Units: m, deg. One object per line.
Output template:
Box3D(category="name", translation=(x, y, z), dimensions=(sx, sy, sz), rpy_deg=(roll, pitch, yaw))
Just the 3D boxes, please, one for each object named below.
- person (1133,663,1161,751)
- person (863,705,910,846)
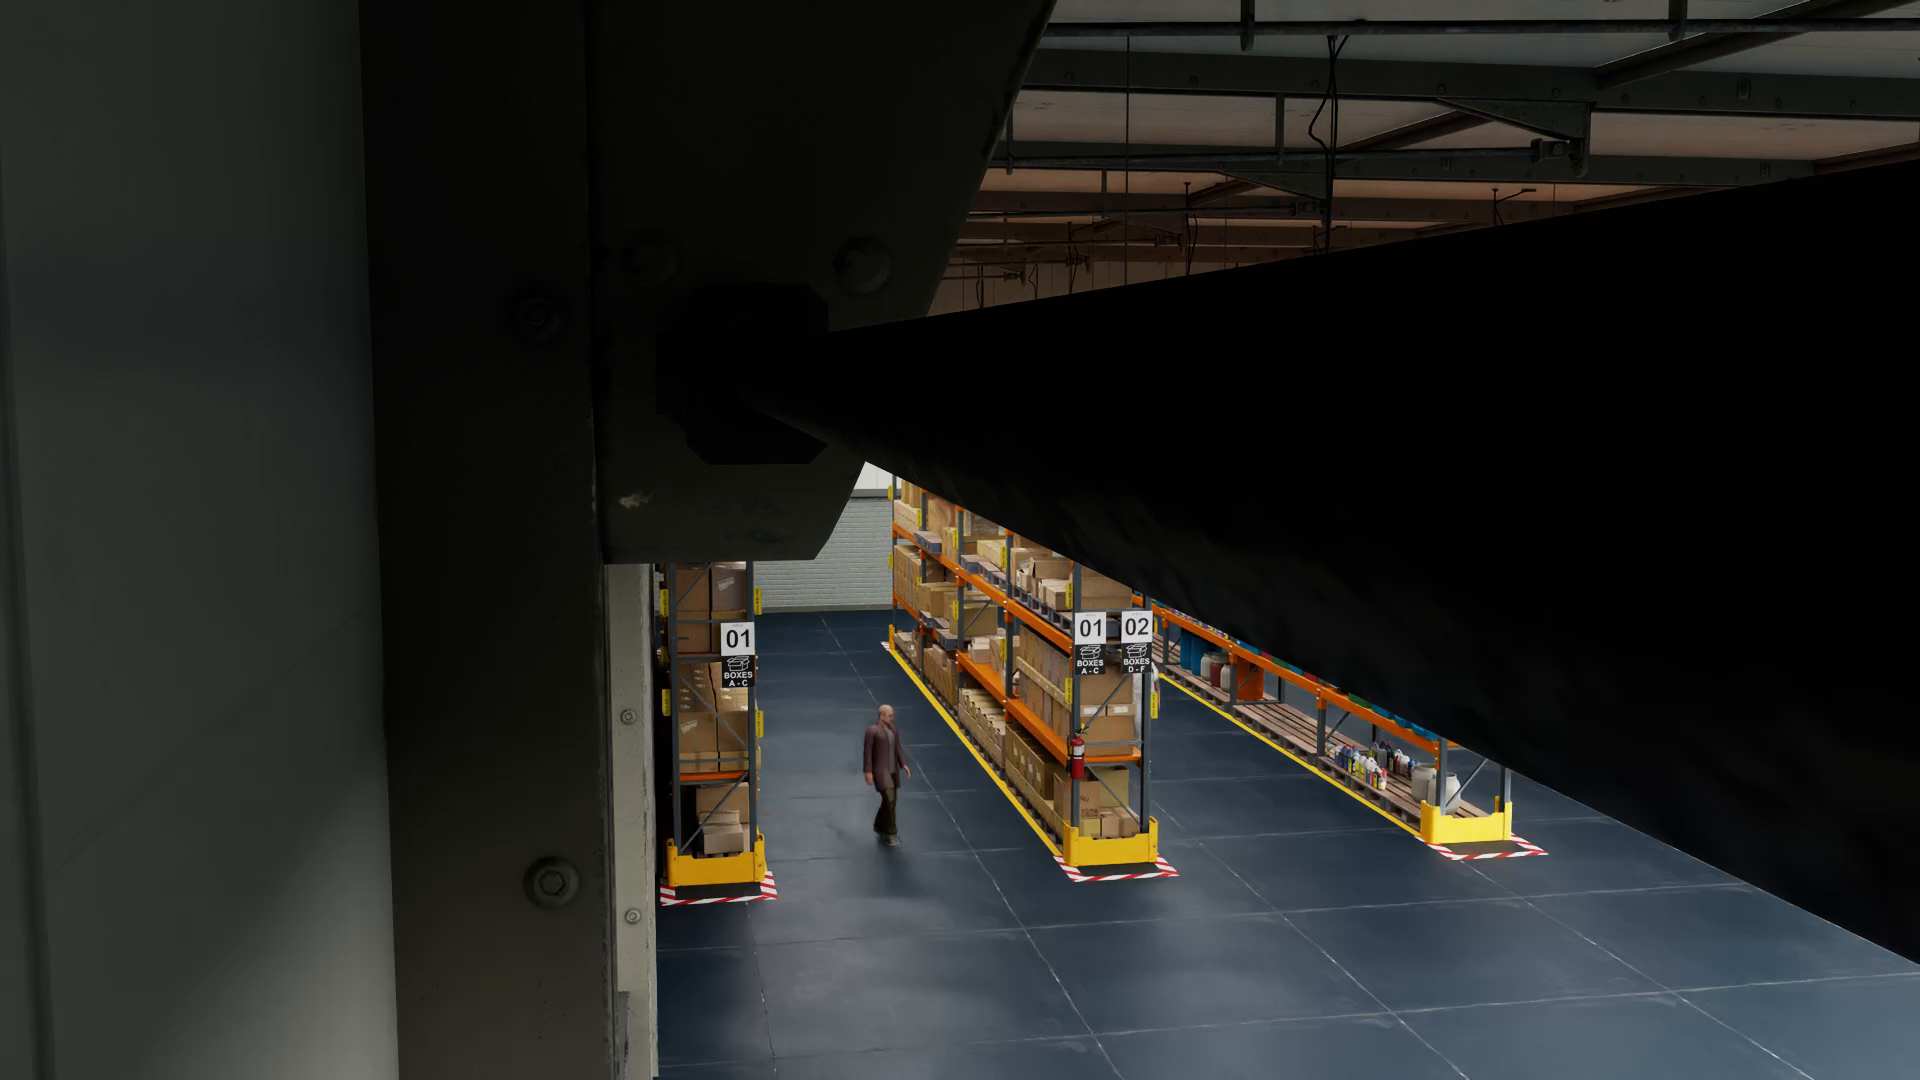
Box3D(category="person", translation=(2.935, 2.596, 26.633), dimensions=(0.556, 1.785, 0.804), rpy_deg=(-1, 6, -7))
Box3D(category="person", translation=(-0.938, 3.103, 21.962), dimensions=(0.646, 1.842, 0.611), rpy_deg=(5, 8, 37))
